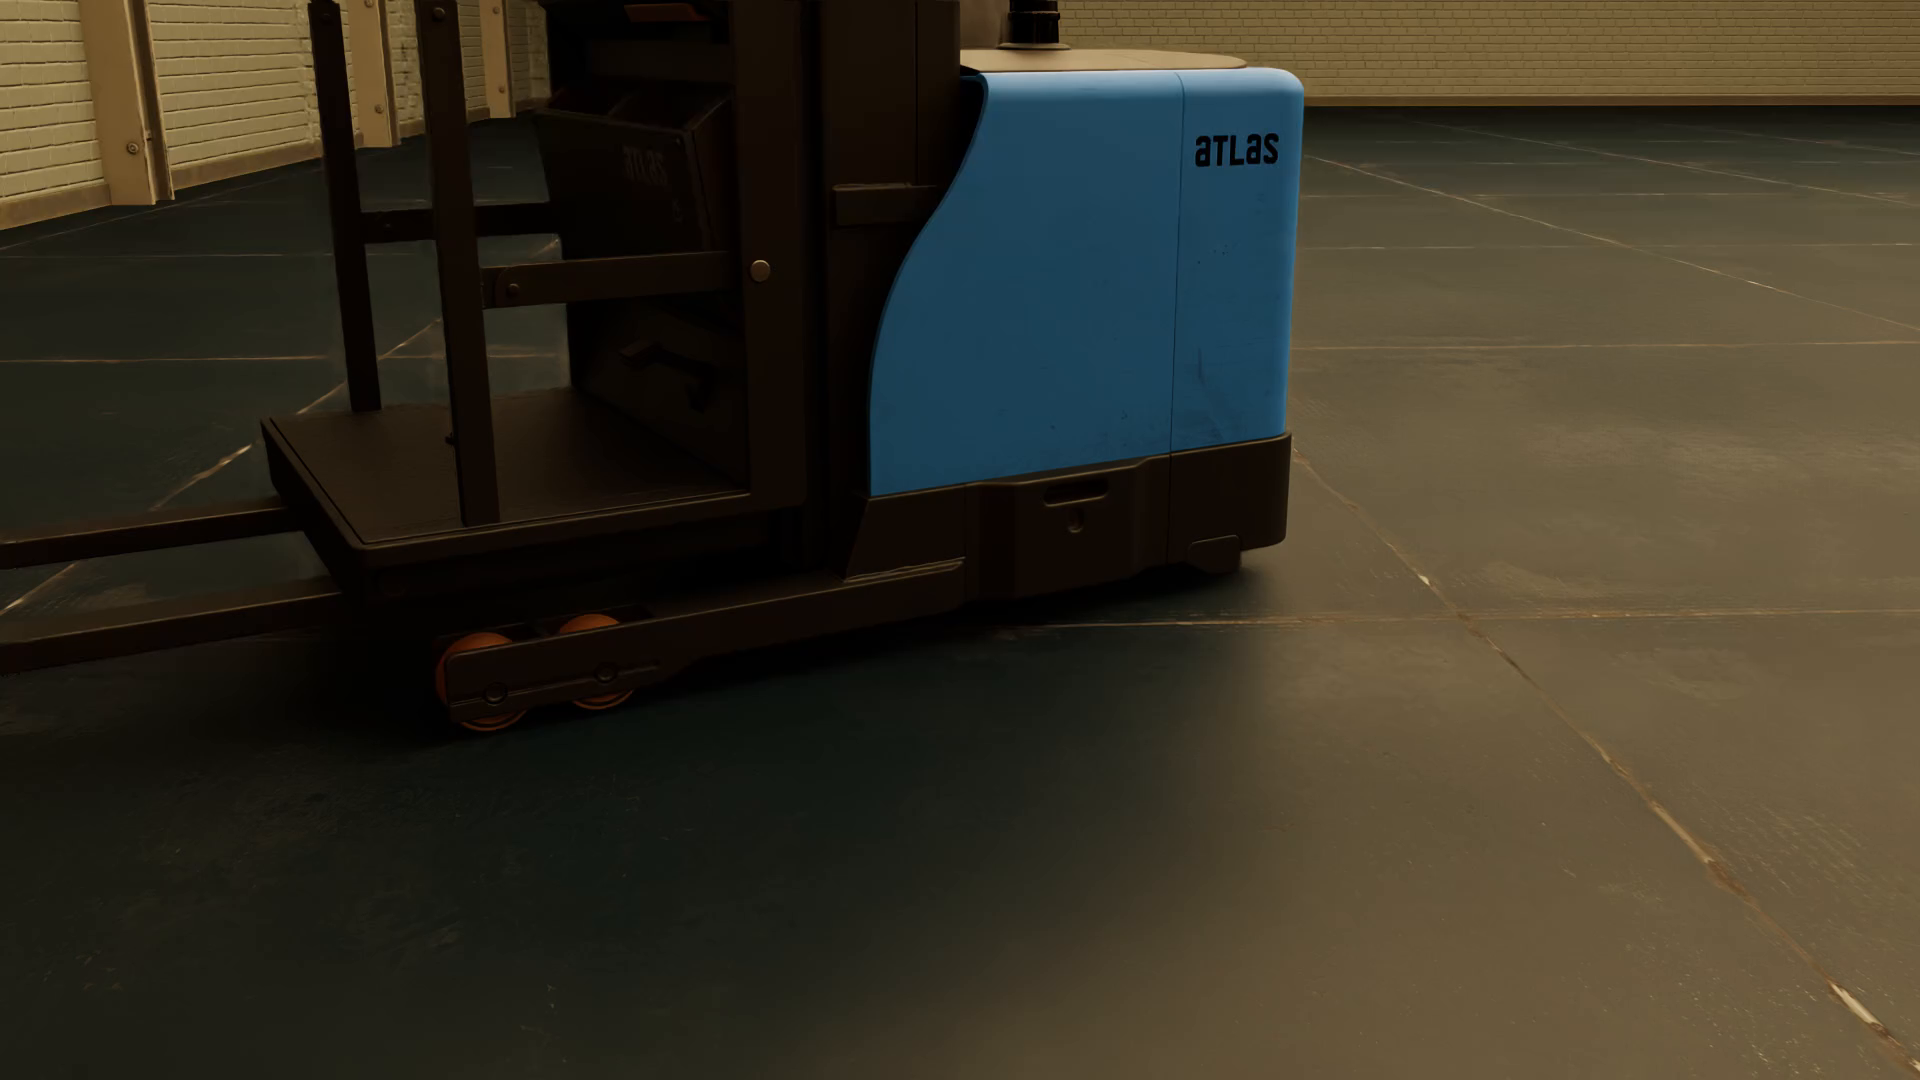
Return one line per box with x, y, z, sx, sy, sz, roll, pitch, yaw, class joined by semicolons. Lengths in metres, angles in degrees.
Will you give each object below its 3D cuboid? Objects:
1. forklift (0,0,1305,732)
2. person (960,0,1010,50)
-0.813;-1.250;2.993;3.031;2.935;1.130;-9;19;-28;forklift
0.021;-1.268;5.534;0.967;1.607;0.502;-9;19;-26;person
